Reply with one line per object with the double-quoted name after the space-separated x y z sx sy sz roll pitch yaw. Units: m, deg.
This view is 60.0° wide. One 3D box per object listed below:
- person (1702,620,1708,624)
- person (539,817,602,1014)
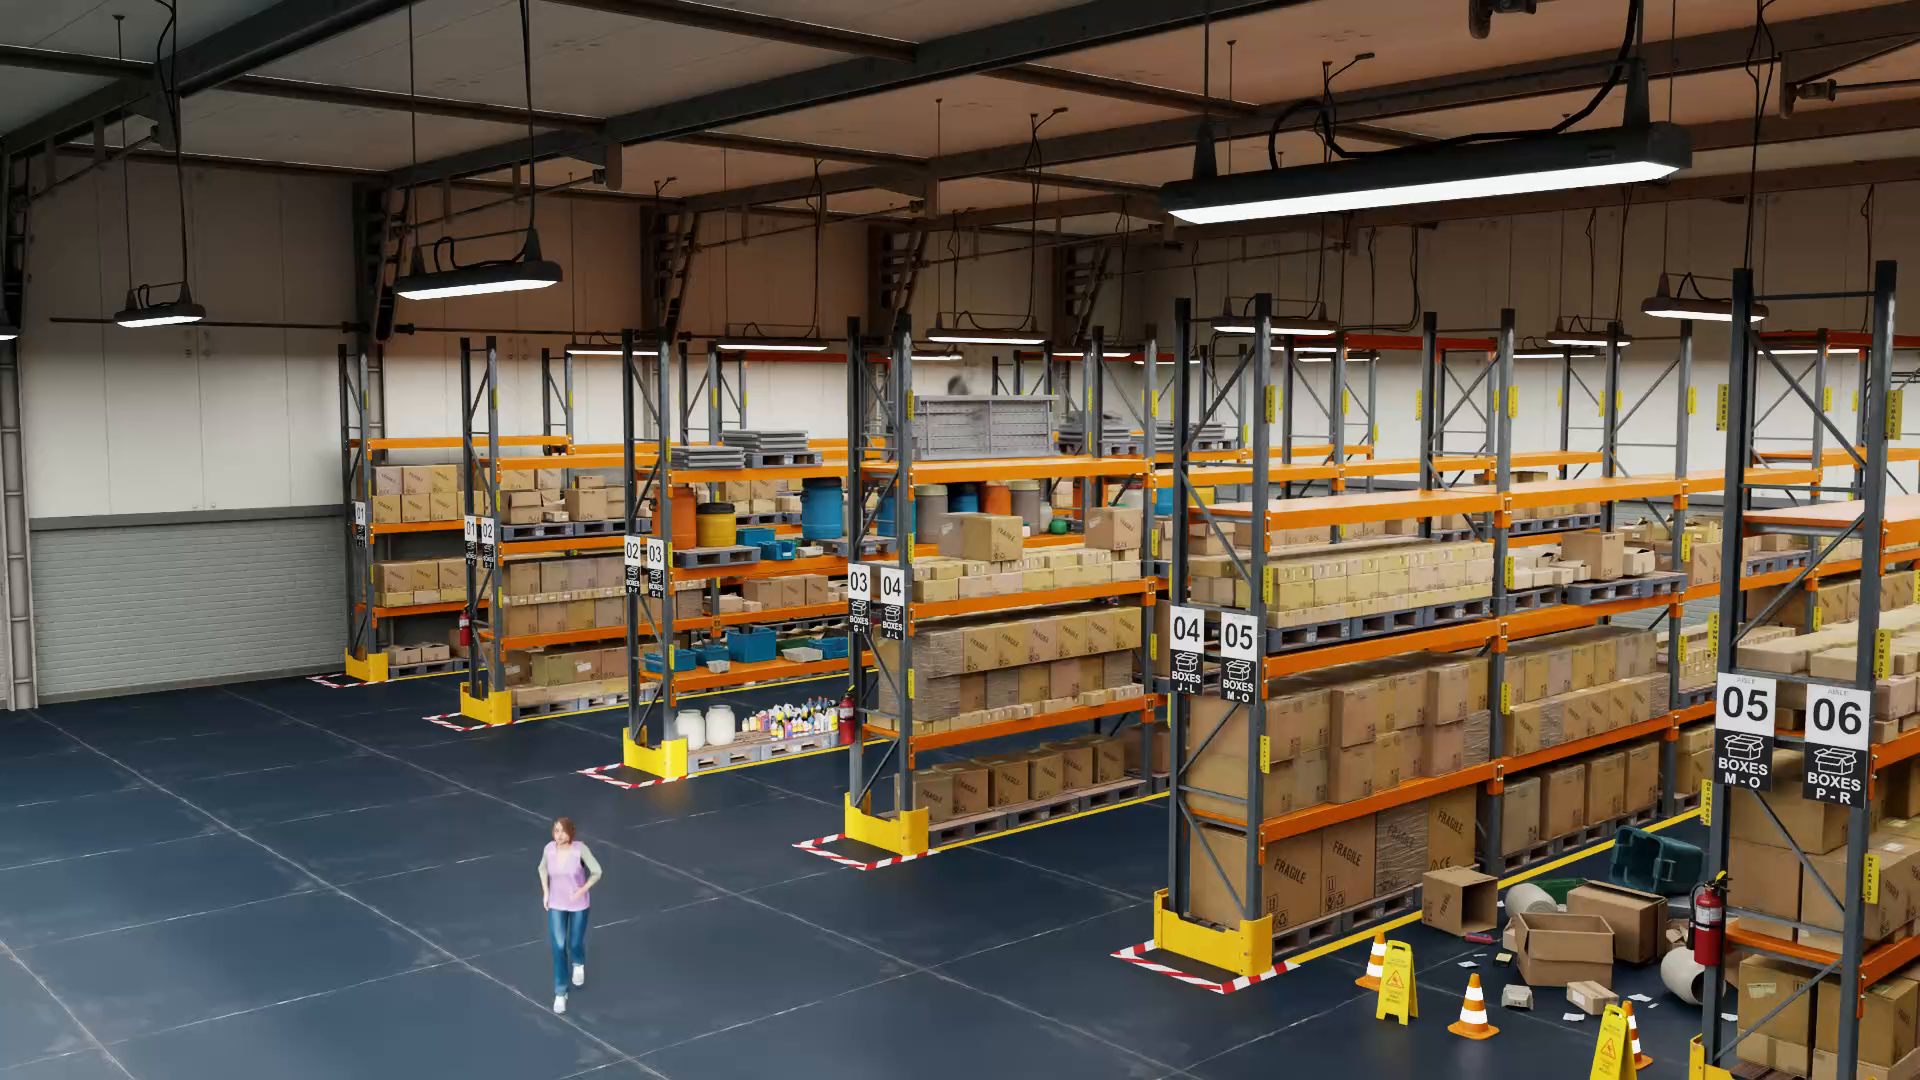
11.530 2.057 25.586 0.639 1.651 0.649 -4 6 -37 "person"
-3.296 3.121 14.096 0.543 1.645 0.688 0 5 -4 "person"
